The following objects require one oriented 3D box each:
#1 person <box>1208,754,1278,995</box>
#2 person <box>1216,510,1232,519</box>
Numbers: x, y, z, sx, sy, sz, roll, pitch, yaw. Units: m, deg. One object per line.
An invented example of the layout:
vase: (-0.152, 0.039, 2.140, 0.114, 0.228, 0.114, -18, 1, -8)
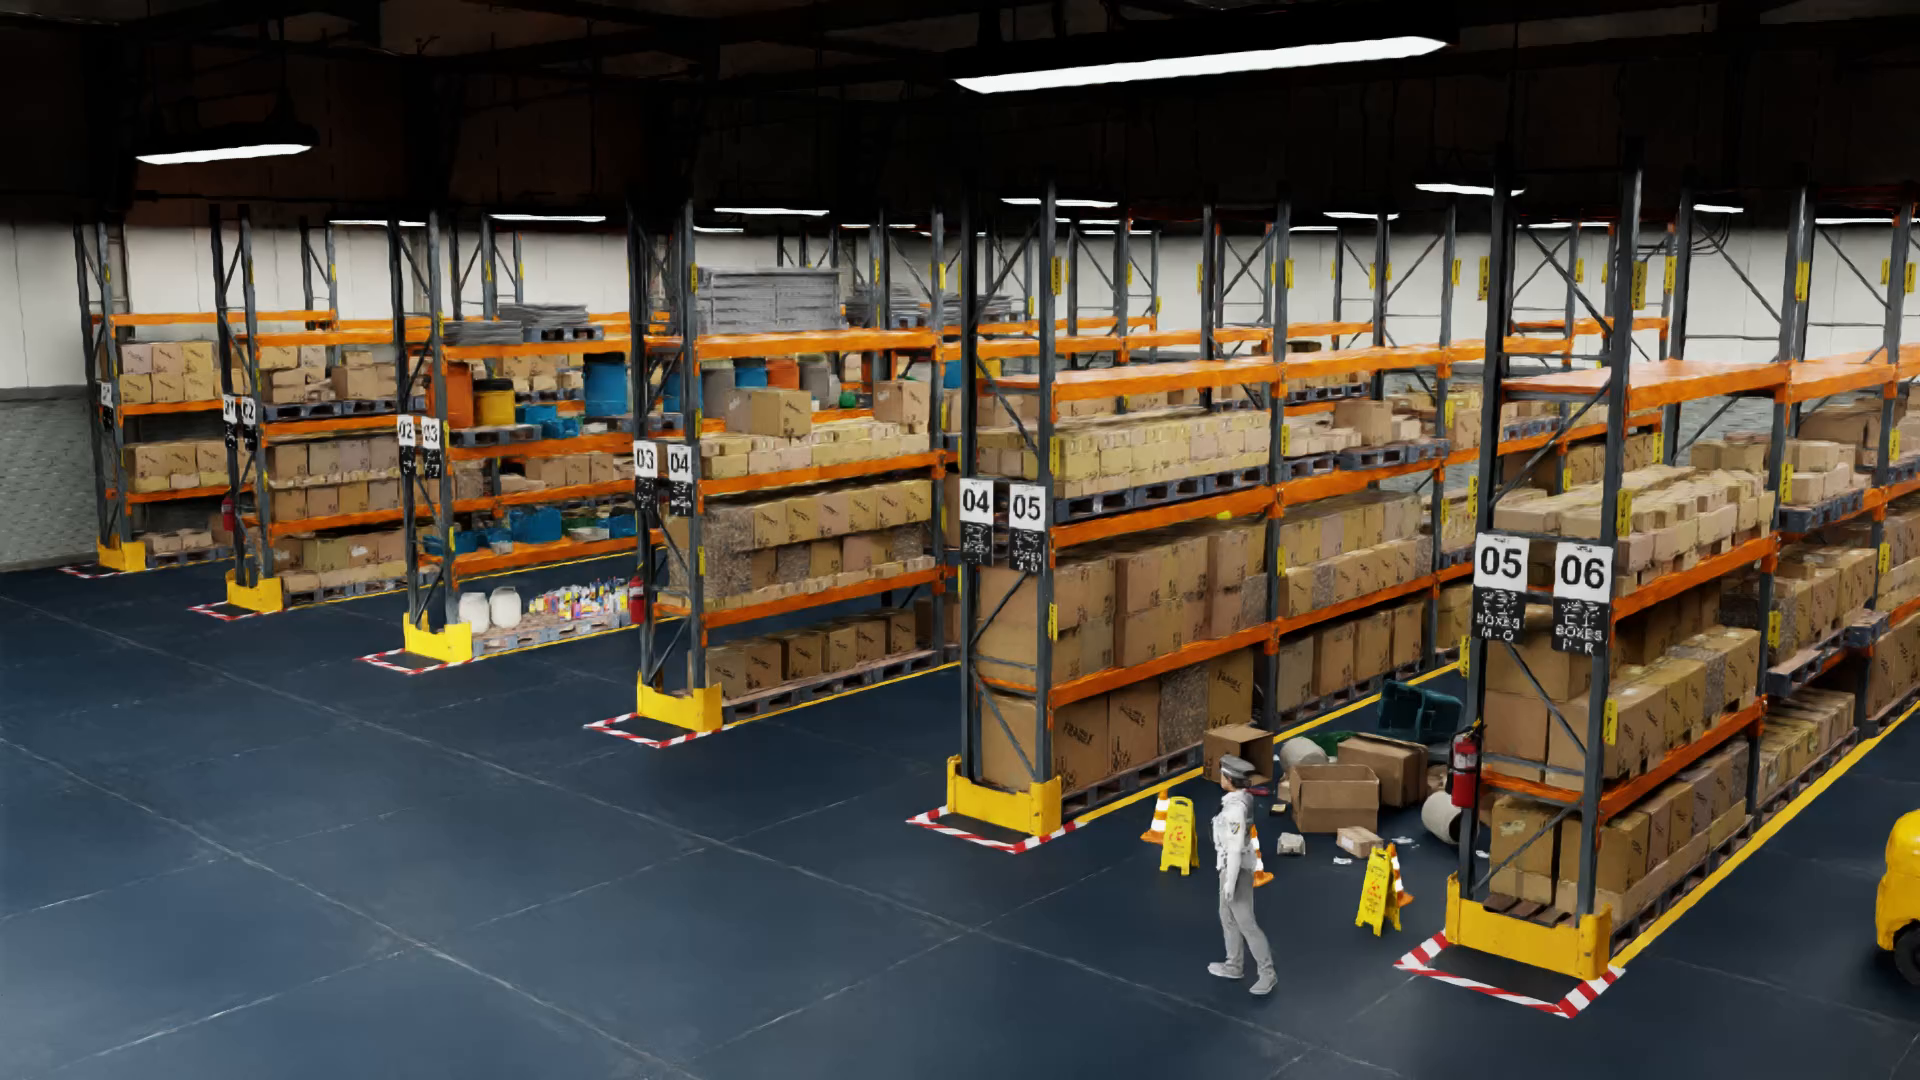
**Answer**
person: (2.058, 2.389, 11.986, 0.524, 1.669, 0.571, 3, 10, 15)
person: (3.370, 0.461, 21.374, 0.685, 1.763, 0.595, -4, 10, -23)
